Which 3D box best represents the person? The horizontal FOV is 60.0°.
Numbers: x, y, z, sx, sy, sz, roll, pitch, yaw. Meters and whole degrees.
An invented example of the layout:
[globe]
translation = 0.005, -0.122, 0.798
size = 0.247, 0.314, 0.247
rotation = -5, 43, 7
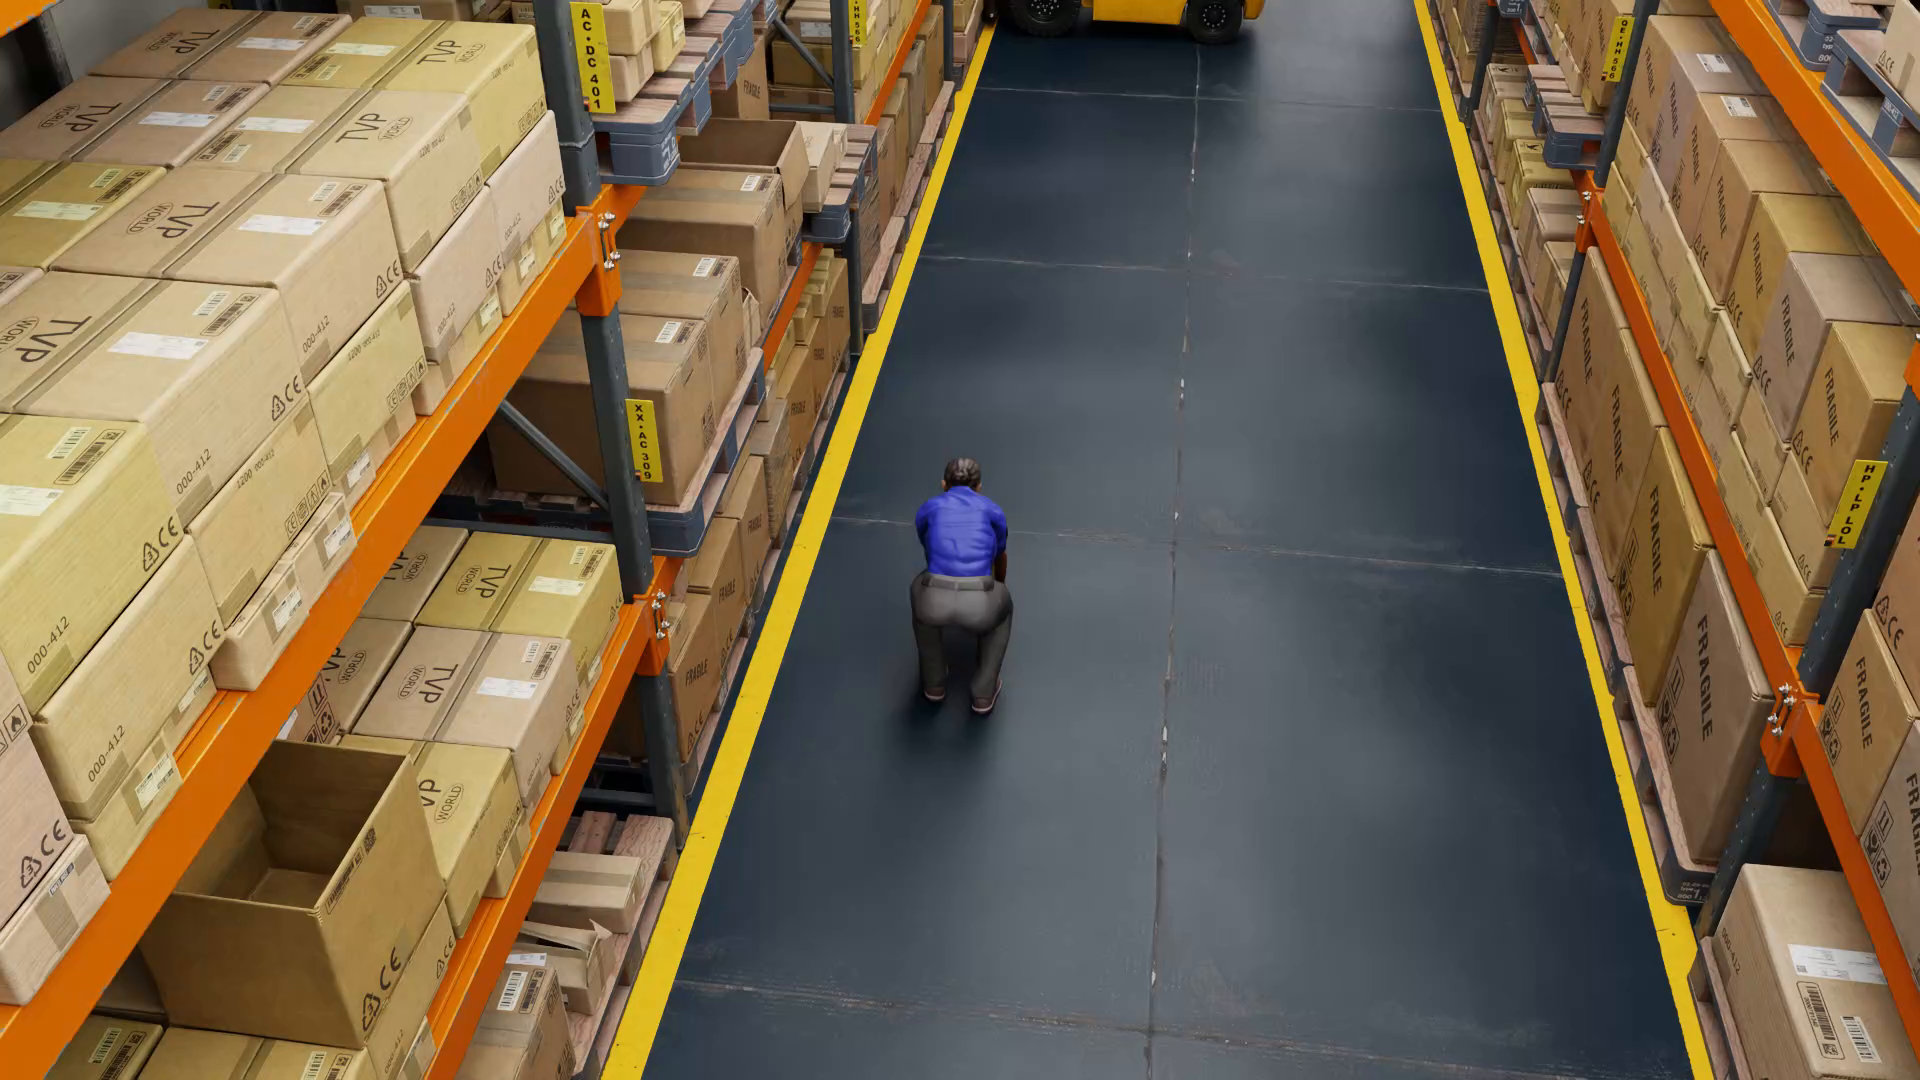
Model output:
[person]
translation = 0.008, 0.218, 7.350
size = 0.459, 0.947, 0.867
rotation = 3, 36, 4
